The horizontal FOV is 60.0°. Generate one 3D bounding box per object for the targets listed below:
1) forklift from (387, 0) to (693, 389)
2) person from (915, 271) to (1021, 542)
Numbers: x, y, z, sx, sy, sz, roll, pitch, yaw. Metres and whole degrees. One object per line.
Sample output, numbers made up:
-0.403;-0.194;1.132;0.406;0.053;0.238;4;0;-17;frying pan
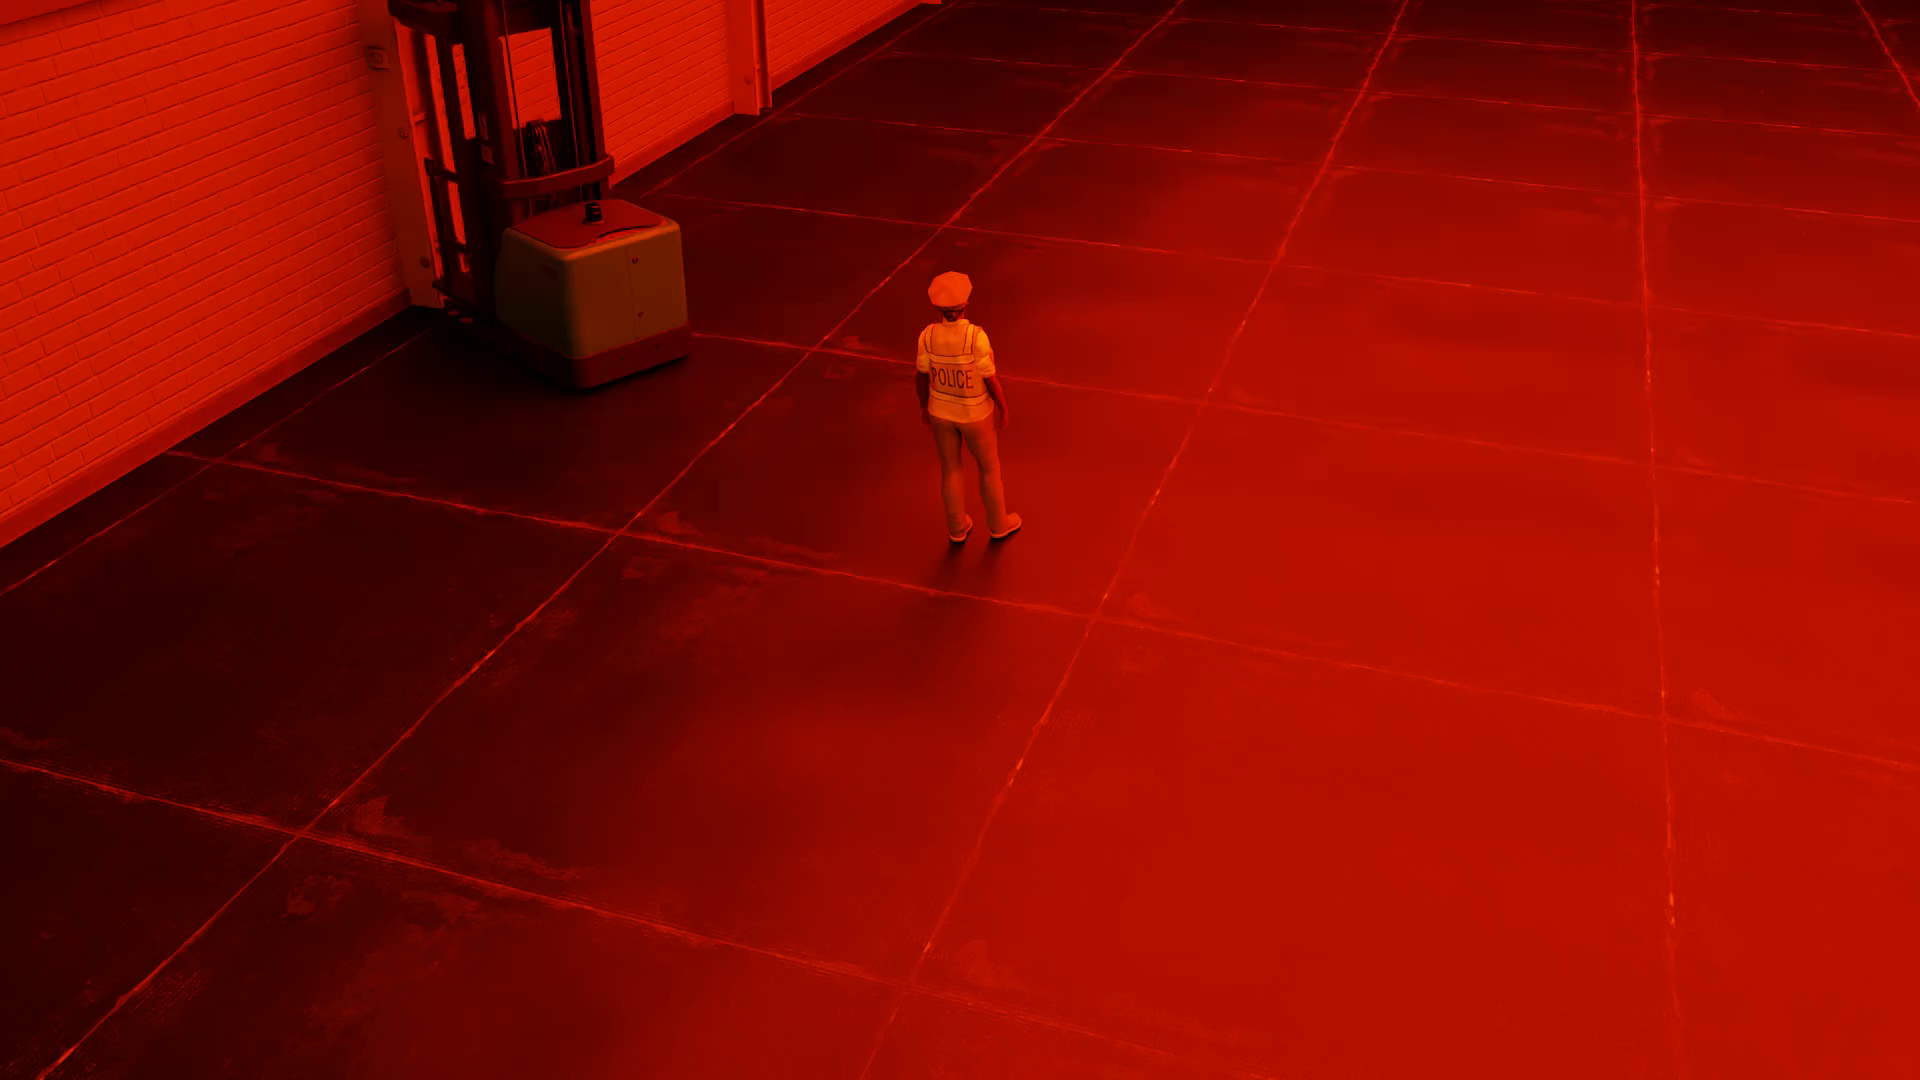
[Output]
-3.382;-2.979;12.363;1.130;2.935;3.031;-26;38;-37;forklift
0.043;-0.775;9.729;0.569;1.695;0.528;10;31;16;person
